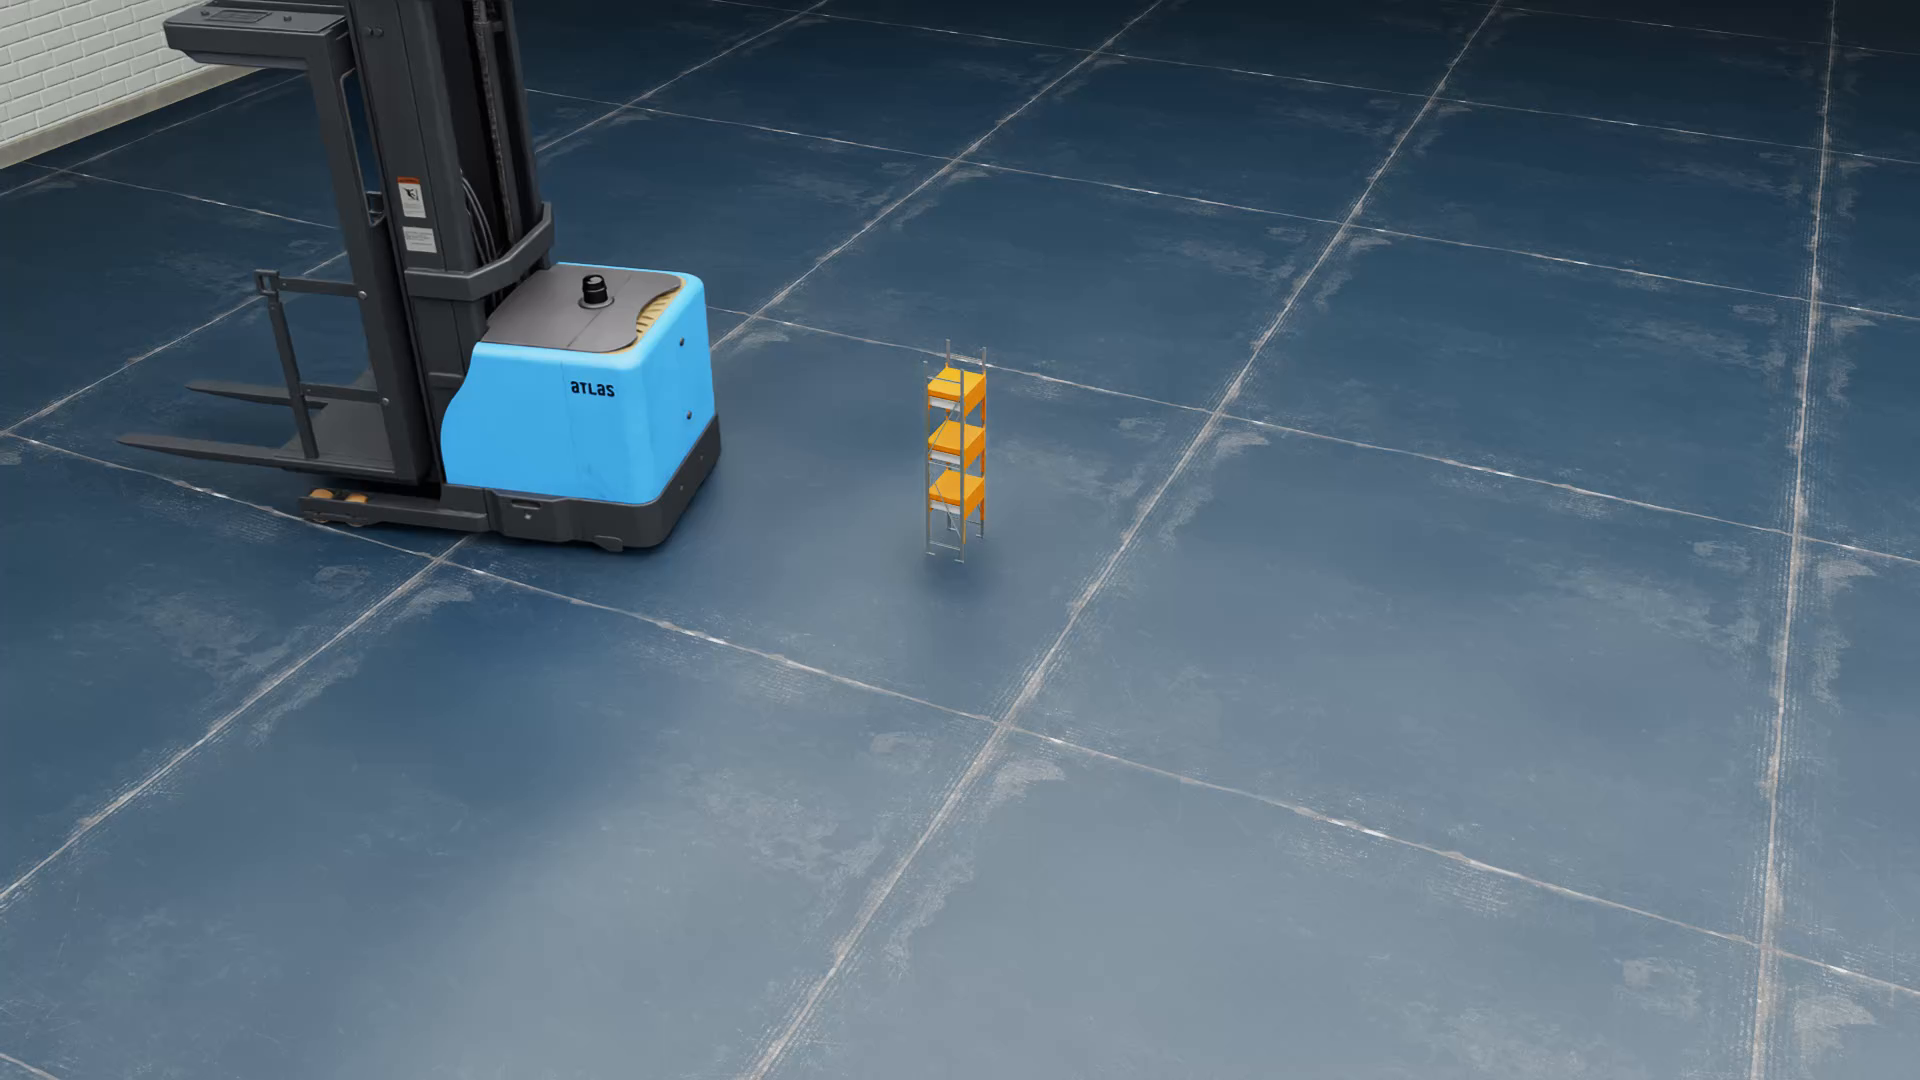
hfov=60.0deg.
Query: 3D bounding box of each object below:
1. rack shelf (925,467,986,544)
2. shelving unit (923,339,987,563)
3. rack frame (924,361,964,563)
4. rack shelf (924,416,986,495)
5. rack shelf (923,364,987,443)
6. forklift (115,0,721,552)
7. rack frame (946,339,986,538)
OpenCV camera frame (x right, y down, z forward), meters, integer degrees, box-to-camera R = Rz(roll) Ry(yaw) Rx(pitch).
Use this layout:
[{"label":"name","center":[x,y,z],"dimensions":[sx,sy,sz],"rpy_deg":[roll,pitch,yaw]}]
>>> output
[{"label":"rack shelf","center":[-0.022,-0.171,8.080],"dimensions":[0.215,0.259,0.240],"rpy_deg":[14,36,20]},{"label":"shelving unit","center":[-0.022,-0.412,7.921],"dimensions":[0.215,1.050,0.252],"rpy_deg":[14,36,20]},{"label":"rack frame","center":[-0.073,-0.352,7.829],"dimensions":[0.200,1.050,0.008],"rpy_deg":[14,36,20]},{"label":"rack shelf","center":[-0.022,-0.404,7.927],"dimensions":[0.215,0.259,0.240],"rpy_deg":[14,36,20]},{"label":"rack shelf","center":[-0.022,-0.641,7.772],"dimensions":[0.215,0.259,0.240],"rpy_deg":[14,36,20]},{"label":"forklift","center":[-2.838,-1.567,7.967],"dimensions":[3.031,2.935,1.130],"rpy_deg":[6,34,10]},{"label":"rack frame","center":[0.029,-0.473,8.014],"dimensions":[0.200,1.050,0.008],"rpy_deg":[14,36,20]}]
